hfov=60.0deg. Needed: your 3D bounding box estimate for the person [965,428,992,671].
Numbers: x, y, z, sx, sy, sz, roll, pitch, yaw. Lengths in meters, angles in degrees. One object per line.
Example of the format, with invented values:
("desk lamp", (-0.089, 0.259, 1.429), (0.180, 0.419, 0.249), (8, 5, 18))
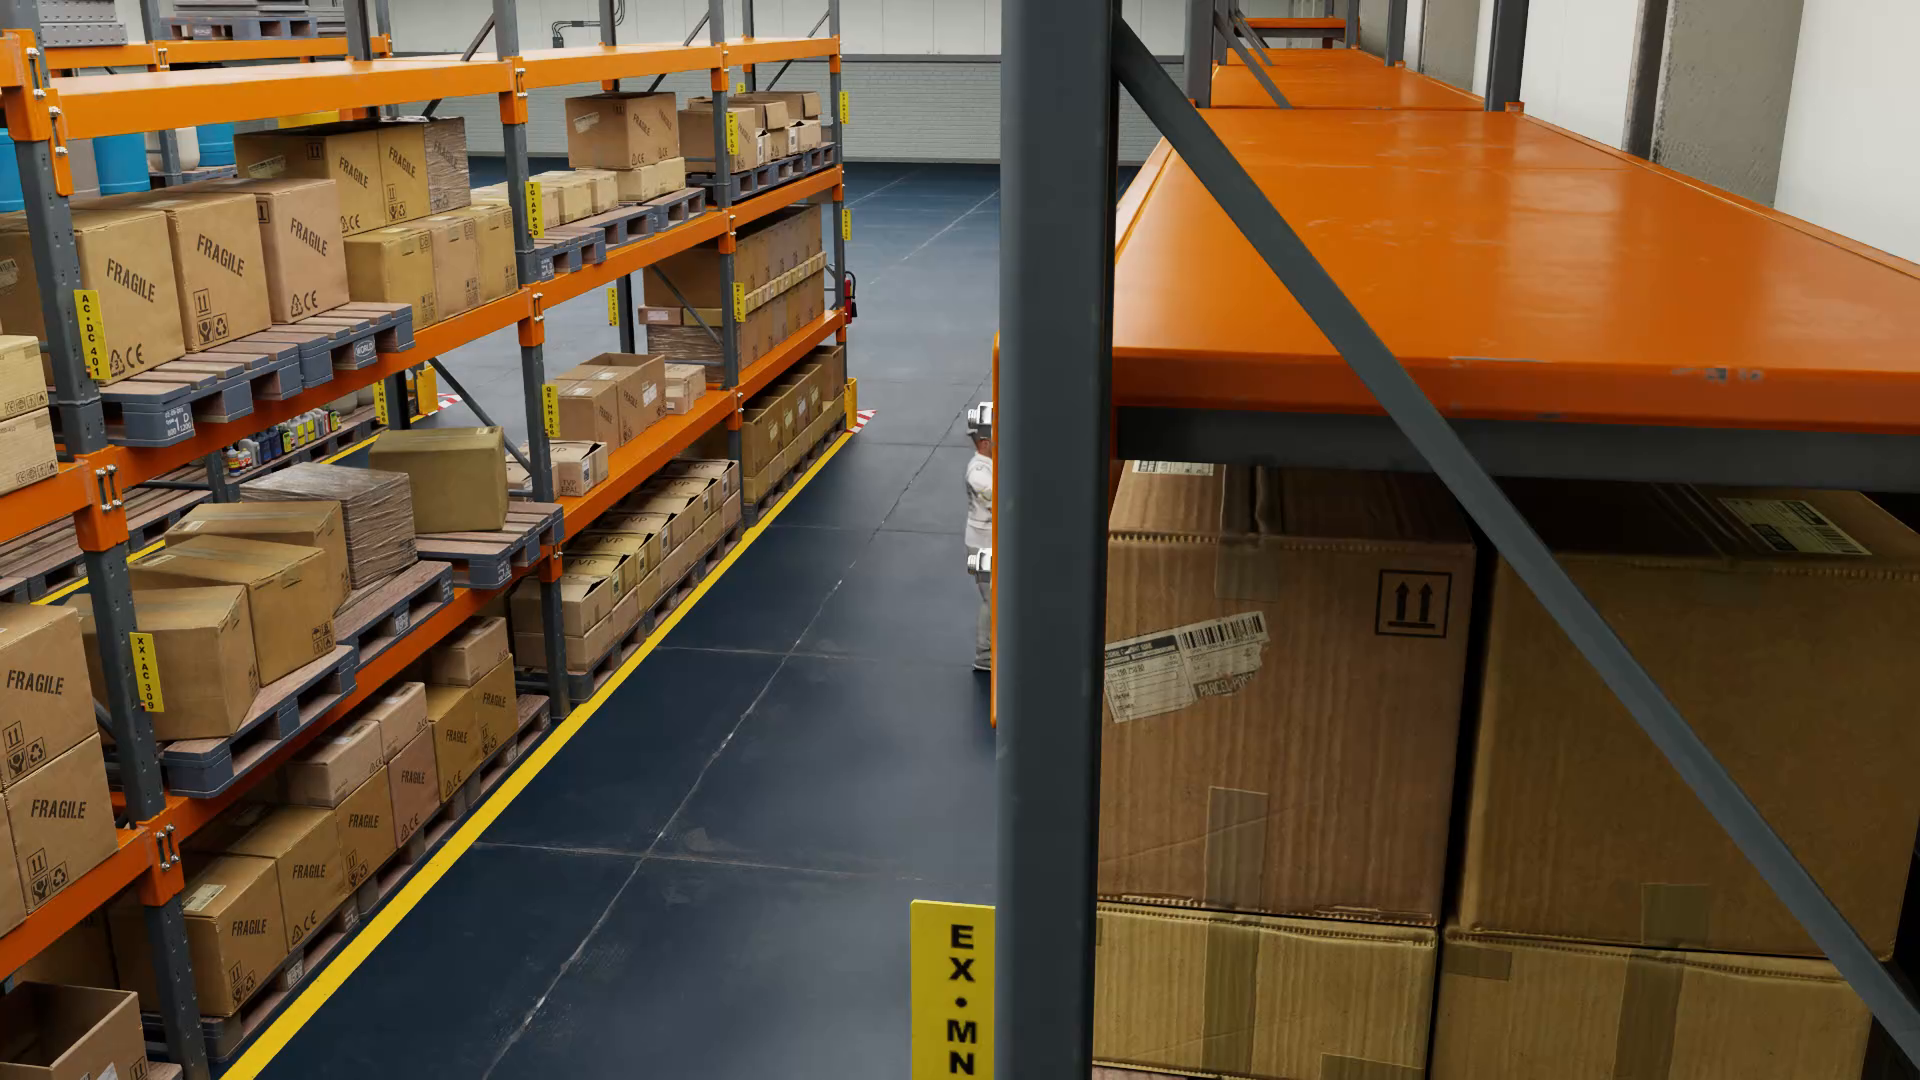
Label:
("person", (0.313, 0.010, 11.461), (0.557, 1.778, 0.501), (3, 18, 8))
